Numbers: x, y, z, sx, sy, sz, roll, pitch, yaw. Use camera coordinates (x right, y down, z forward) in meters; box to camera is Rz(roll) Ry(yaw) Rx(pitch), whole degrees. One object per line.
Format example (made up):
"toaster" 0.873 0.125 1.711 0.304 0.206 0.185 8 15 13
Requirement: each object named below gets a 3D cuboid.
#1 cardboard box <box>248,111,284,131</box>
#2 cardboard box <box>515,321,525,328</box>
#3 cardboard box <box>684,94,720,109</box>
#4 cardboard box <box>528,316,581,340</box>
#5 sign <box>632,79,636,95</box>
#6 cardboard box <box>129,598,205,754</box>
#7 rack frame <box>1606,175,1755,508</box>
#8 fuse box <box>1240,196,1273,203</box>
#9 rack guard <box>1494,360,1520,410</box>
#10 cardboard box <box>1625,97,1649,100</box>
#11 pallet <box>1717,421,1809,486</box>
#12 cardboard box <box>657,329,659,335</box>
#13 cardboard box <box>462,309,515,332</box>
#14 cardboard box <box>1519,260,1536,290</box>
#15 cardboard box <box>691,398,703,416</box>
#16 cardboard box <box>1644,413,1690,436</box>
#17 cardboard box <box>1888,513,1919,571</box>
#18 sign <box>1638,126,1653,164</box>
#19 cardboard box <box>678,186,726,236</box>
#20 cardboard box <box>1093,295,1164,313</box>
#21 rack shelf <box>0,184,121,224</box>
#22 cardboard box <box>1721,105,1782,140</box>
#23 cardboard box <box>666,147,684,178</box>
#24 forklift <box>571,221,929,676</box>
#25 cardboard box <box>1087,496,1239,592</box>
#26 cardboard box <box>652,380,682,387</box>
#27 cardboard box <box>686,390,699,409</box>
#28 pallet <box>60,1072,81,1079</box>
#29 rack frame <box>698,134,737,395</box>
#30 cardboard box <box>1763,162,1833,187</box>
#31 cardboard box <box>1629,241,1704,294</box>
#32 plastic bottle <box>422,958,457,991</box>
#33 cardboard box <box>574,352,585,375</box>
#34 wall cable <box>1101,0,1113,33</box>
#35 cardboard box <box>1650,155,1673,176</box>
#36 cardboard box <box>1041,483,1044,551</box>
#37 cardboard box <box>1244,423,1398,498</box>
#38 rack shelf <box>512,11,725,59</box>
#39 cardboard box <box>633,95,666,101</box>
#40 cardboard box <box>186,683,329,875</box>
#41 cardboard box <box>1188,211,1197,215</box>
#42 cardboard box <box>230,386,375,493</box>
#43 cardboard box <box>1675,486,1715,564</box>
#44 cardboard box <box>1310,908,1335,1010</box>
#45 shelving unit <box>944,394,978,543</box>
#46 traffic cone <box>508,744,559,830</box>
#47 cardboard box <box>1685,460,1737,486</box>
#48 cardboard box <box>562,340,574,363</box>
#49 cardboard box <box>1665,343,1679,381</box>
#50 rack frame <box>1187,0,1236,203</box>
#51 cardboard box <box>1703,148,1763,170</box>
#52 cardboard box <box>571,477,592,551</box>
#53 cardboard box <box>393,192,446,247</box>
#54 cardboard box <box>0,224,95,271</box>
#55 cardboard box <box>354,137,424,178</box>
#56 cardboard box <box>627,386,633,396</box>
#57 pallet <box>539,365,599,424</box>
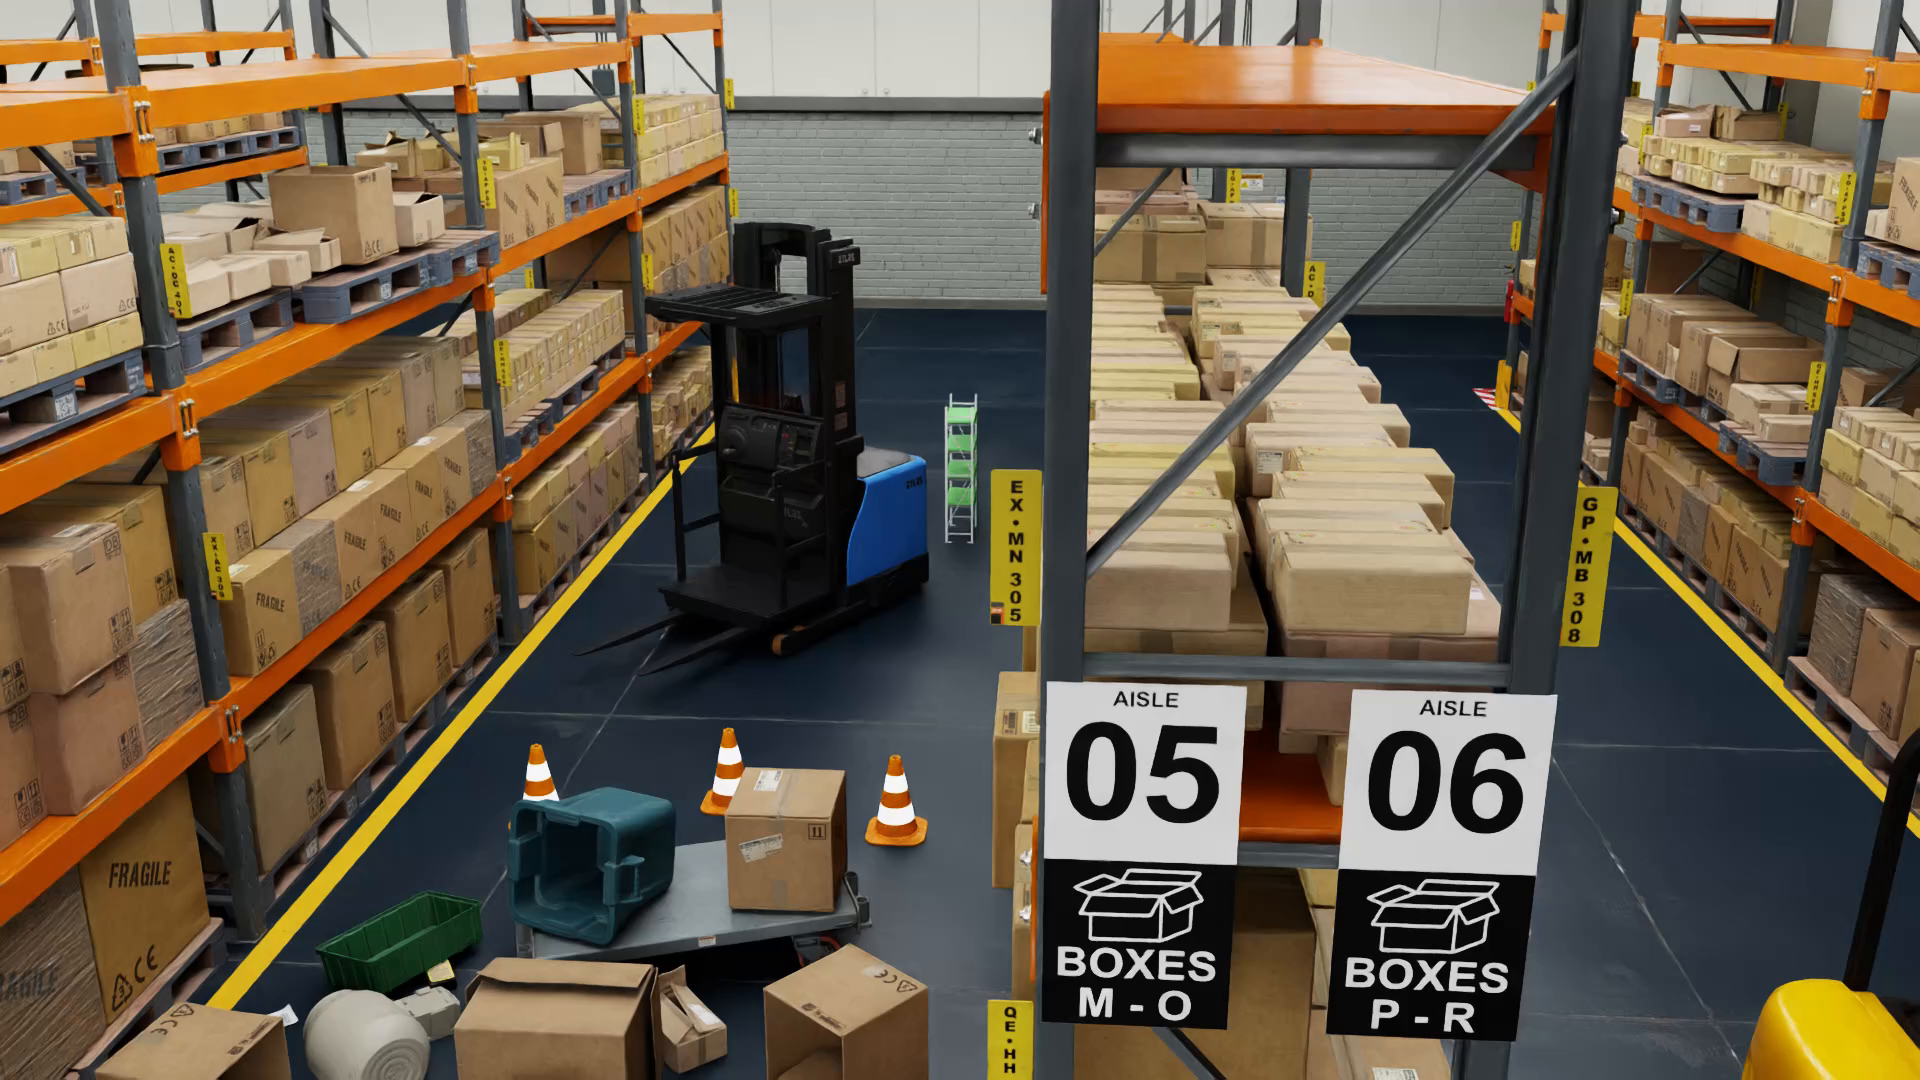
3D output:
"cardboard box" -8.058 -4.866 18.642 0.700 0.500 0.500 0 18 1
"cardboard box" -3.961 -1.792 14.325 0.380 0.149 0.250 1 18 2
"cardboard box" -2.865 -4.837 18.349 0.380 0.149 0.250 1 18 3
"cardboard box" -3.349 -1.753 13.729 0.380 0.149 0.250 0 18 1
"sign" -3.675 -5.019 18.702 0.100 0.325 0.005 1 18 4
"cardboard box" -4.009 0.604 7.520 0.875 0.550 0.550 1 18 4
"rack frame" 6.475 -1.735 14.901 1.000 3.000 0.127 1 18 4
"fuse box" 4.276 -4.134 24.292 0.539 1.711 0.414 1 18 4
"rack guard" 6.756 -1.766 19.009 1.175 0.500 0.348 1 18 4
"cardboard box" 7.008 -4.566 17.684 0.500 0.250 0.500 1 18 2
"pallet" 6.167 -0.614 11.787 1.213 0.211 1.003 1 18 4
"cardboard box" -3.163 -2.051 16.268 0.380 0.149 0.250 0 18 1
"cardboard box" -3.981 -1.851 14.029 0.380 0.149 0.250 1 18 3
"cardboard box" 6.460 -2.913 18.257 0.500 0.250 0.500 1 18 4
"cardboard box" -2.986 -1.438 17.900 0.380 0.149 0.250 2 18 5
"cardboard box" 6.213 -1.009 14.506 0.380 0.149 0.250 0 18 1
"cardboard box" 5.841 0.027 9.764 0.500 0.250 0.500 1 18 2
"sign" 5.933 -3.416 14.383 0.100 0.325 0.005 1 18 4
"cardboard box" -2.919 -3.682 18.600 0.500 0.500 0.500 1 18 3
"cardboard box" 0.612 -0.873 6.576 0.380 0.149 0.250 2 18 6
"rack shelf" -8.504 -2.528 13.660 1.077 0.370 4.000 1 18 4
"cardboard box" 6.535 -3.447 13.733 0.396 0.266 0.258 1 18 4
"cardboard box" -3.041 -3.733 16.422 0.500 0.250 0.500 2 18 6
"forklift" -1.509 -0.730 11.942 1.130 2.935 3.031 12 22 33
"cardboard box" 0.450 0.006 3.892 0.380 0.149 0.250 2 18 5
"cardboard box" -3.109 -1.563 17.324 0.380 0.149 0.250 1 18 2
"cardboard box" -2.976 -1.494 17.592 0.380 0.149 0.250 1 18 4
"pallet" -4.212 2.500 6.453 1.003 0.211 1.213 1 18 4
"rack frame" -3.134 -3.166 19.268 1.000 3.000 0.127 1 18 4
"cardboard box" 5.995 -2.616 11.894 0.380 0.149 0.250 1 18 3
"cardboard box" 6.847 -2.618 16.154 0.500 0.500 0.500 1 18 2
"plastic bottle" -2.509 2.077 7.987 0.133 0.061 0.283 -9 20 -25
"cardboard box" -3.342 -1.472 13.826 0.380 0.149 0.250 2 18 6
"wall cable" 1.937 -7.711 23.503 0.463 3.000 0.029 1 18 4
"cardboard box" 6.003 -3.125 13.893 0.380 0.149 0.250 1 18 5
"cardboard box" 0.501 -0.096 4.843 0.500 0.250 0.500 2 18 5
"cardboard box" 0.988 -0.219 4.579 0.380 0.149 0.250 1 18 4
"rack shelf" -3.278 -5.052 16.551 1.077 0.370 4.000 1 18 4
"cardboard box" -3.421 -4.773 18.153 0.380 0.149 0.250 2 18 6
"cardboard box" -4.040 1.236 8.774 1.050 0.750 0.750 1 18 4
"cardboard box" 1.156 -1.602 9.513 0.797 0.503 0.637 1 18 4
"cardboard box" -3.856 -0.590 9.639 0.700 0.500 0.500 1 18 3
"cardboard box" 6.104 -0.120 13.312 0.500 0.500 0.500 1 18 2
"cardboard box" 1.008 1.392 4.721 0.500 0.500 0.500 2 18 6
"shelving unit" 0.012 -0.622 14.393 0.258 1.200 0.503 1 18 4
"traffic cone" -2.392 1.384 9.457 0.336 0.463 0.334 1 18 4
"cardboard box" 6.153 -0.543 13.560 0.380 0.149 0.250 2 18 6
"cardboard box" -3.366 -1.533 13.534 0.380 0.149 0.250 2 18 6
"cardboard box" 5.992 -1.448 13.566 0.396 0.266 0.258 2 18 7
"rack frame" 1.237 -3.453 10.510 1.000 3.000 0.127 1 18 4
"cardboard box" 5.992 -2.945 12.866 0.380 0.149 0.250 1 18 4
"cardboard box" -3.338 -0.223 13.626 0.500 0.500 0.500 1 18 3
"cardboard box" -3.483 -1.980 10.140 0.500 0.311 0.500 1 18 4
"cardboard box" -3.721 -1.172 6.653 0.380 0.149 0.250 1 18 4
"cardboard box" -3.938 -2.650 11.485 0.396 0.266 0.258 1 18 4
"cardboard box" -3.635 -1.574 17.359 0.380 0.149 0.250 1 18 2
"pallet" -3.607 -1.206 13.594 1.003 0.211 1.213 1 18 4
